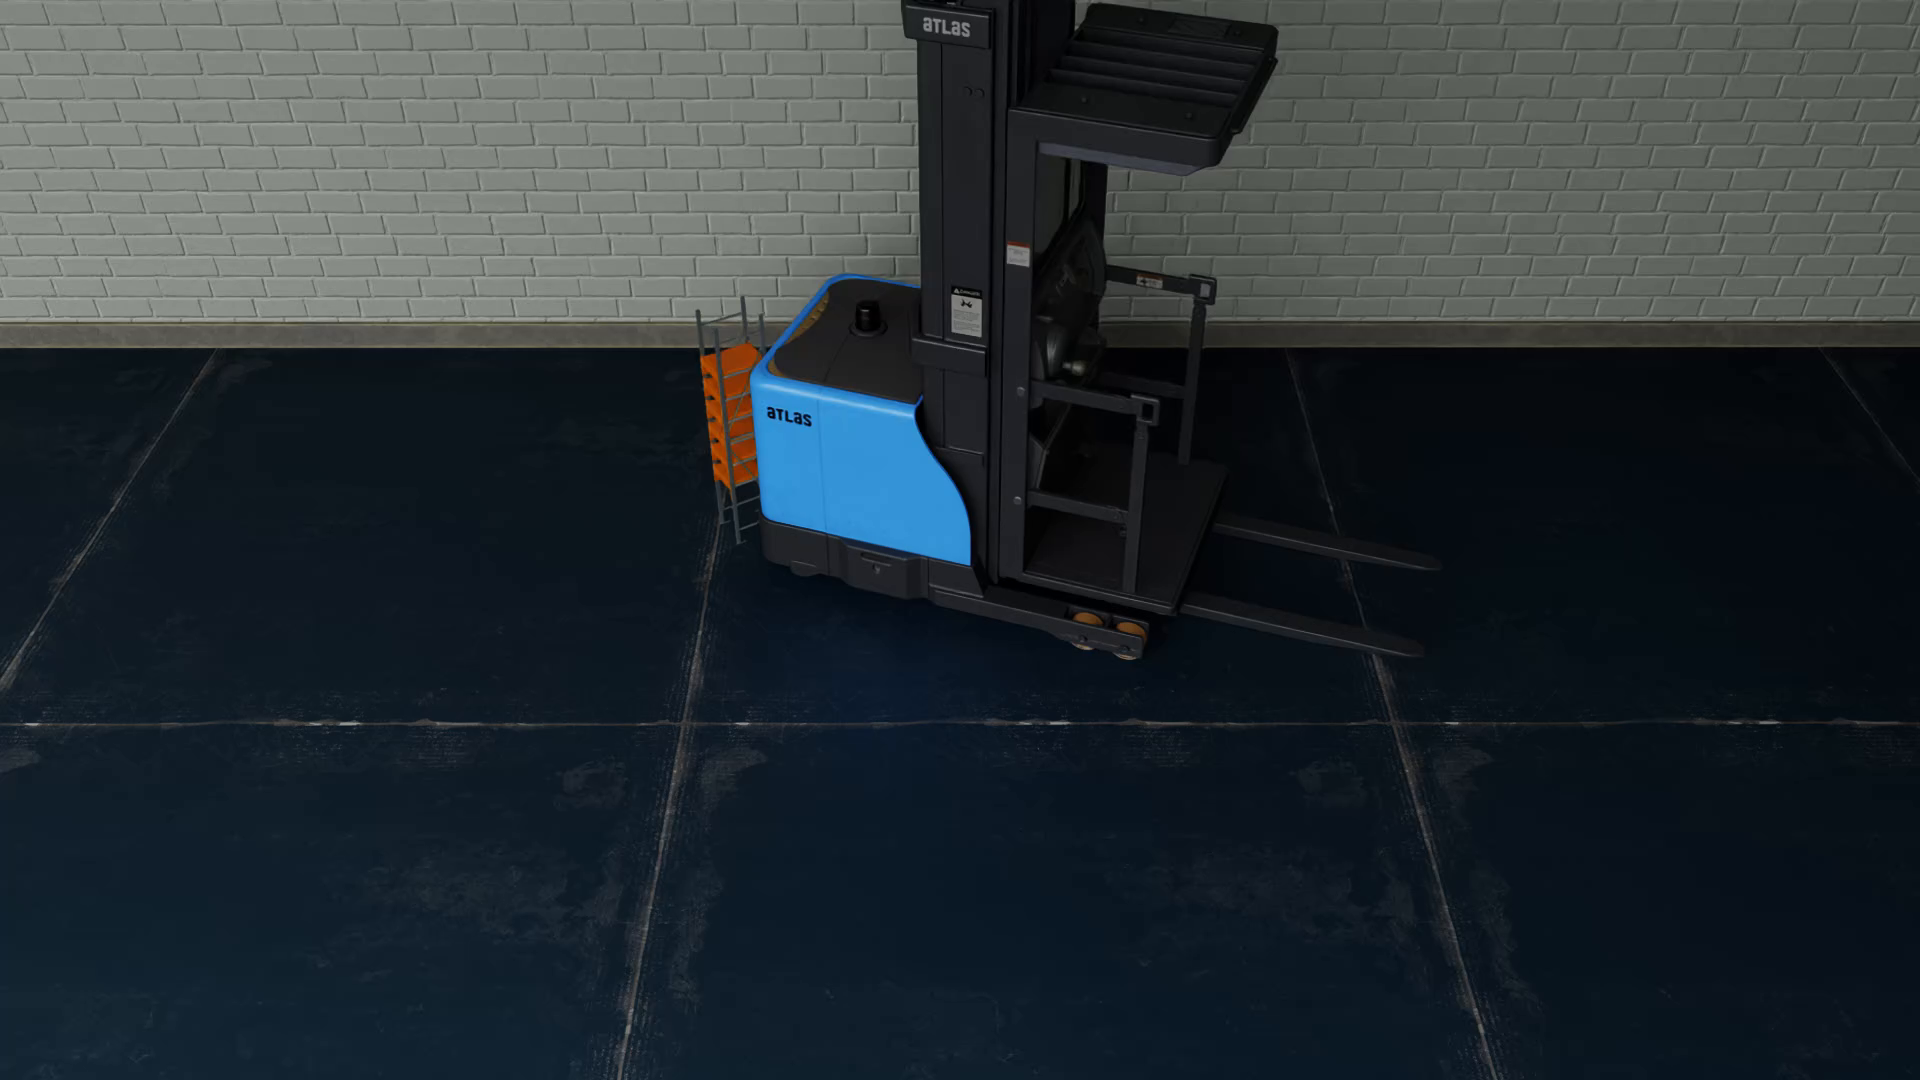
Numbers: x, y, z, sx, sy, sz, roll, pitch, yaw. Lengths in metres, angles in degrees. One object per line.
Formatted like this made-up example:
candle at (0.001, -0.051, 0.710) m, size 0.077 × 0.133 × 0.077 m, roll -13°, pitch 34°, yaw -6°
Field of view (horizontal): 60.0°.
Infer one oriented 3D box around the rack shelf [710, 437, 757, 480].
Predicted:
rack shelf at (-1.017, -0.407, 7.807) m, size 0.258 × 0.103 × 0.180 m, roll -21°, pitch 43°, yaw -24°

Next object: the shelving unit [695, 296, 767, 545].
shelving unit at (-1.017, -0.536, 7.704) m, size 0.258 × 1.200 × 0.189 m, roll -21°, pitch 43°, yaw -24°

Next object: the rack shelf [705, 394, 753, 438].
rack shelf at (-1.017, -0.595, 7.657) m, size 0.258 × 0.103 × 0.180 m, roll -21°, pitch 43°, yaw -24°

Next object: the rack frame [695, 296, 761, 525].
rack frame at (-1.065, -0.584, 7.765) m, size 0.240 × 1.200 × 0.006 m, roll -21°, pitch 43°, yaw -24°

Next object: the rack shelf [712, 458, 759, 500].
rack shelf at (-1.016, -0.314, 7.882) m, size 0.258 × 0.103 × 0.180 m, roll -21°, pitch 43°, yaw -24°

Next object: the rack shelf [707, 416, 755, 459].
rack shelf at (-1.017, -0.501, 7.732) m, size 0.258 × 0.103 × 0.180 m, roll -21°, pitch 43°, yaw -24°

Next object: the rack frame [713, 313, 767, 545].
rack frame at (-0.969, -0.488, 7.643) m, size 0.240 × 1.200 × 0.006 m, roll -21°, pitch 43°, yaw -24°

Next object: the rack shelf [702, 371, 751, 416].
rack shelf at (-1.017, -0.689, 7.582) m, size 0.258 × 0.103 × 0.180 m, roll -21°, pitch 43°, yaw -24°

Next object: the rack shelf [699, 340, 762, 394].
rack shelf at (-1.018, -0.783, 7.507) m, size 0.258 × 0.103 × 0.180 m, roll -21°, pitch 43°, yaw -24°

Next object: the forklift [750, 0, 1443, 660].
forklift at (0.644, -0.992, 6.890) m, size 3.031 × 2.935 × 1.130 m, roll 13°, pitch 40°, yaw 15°
